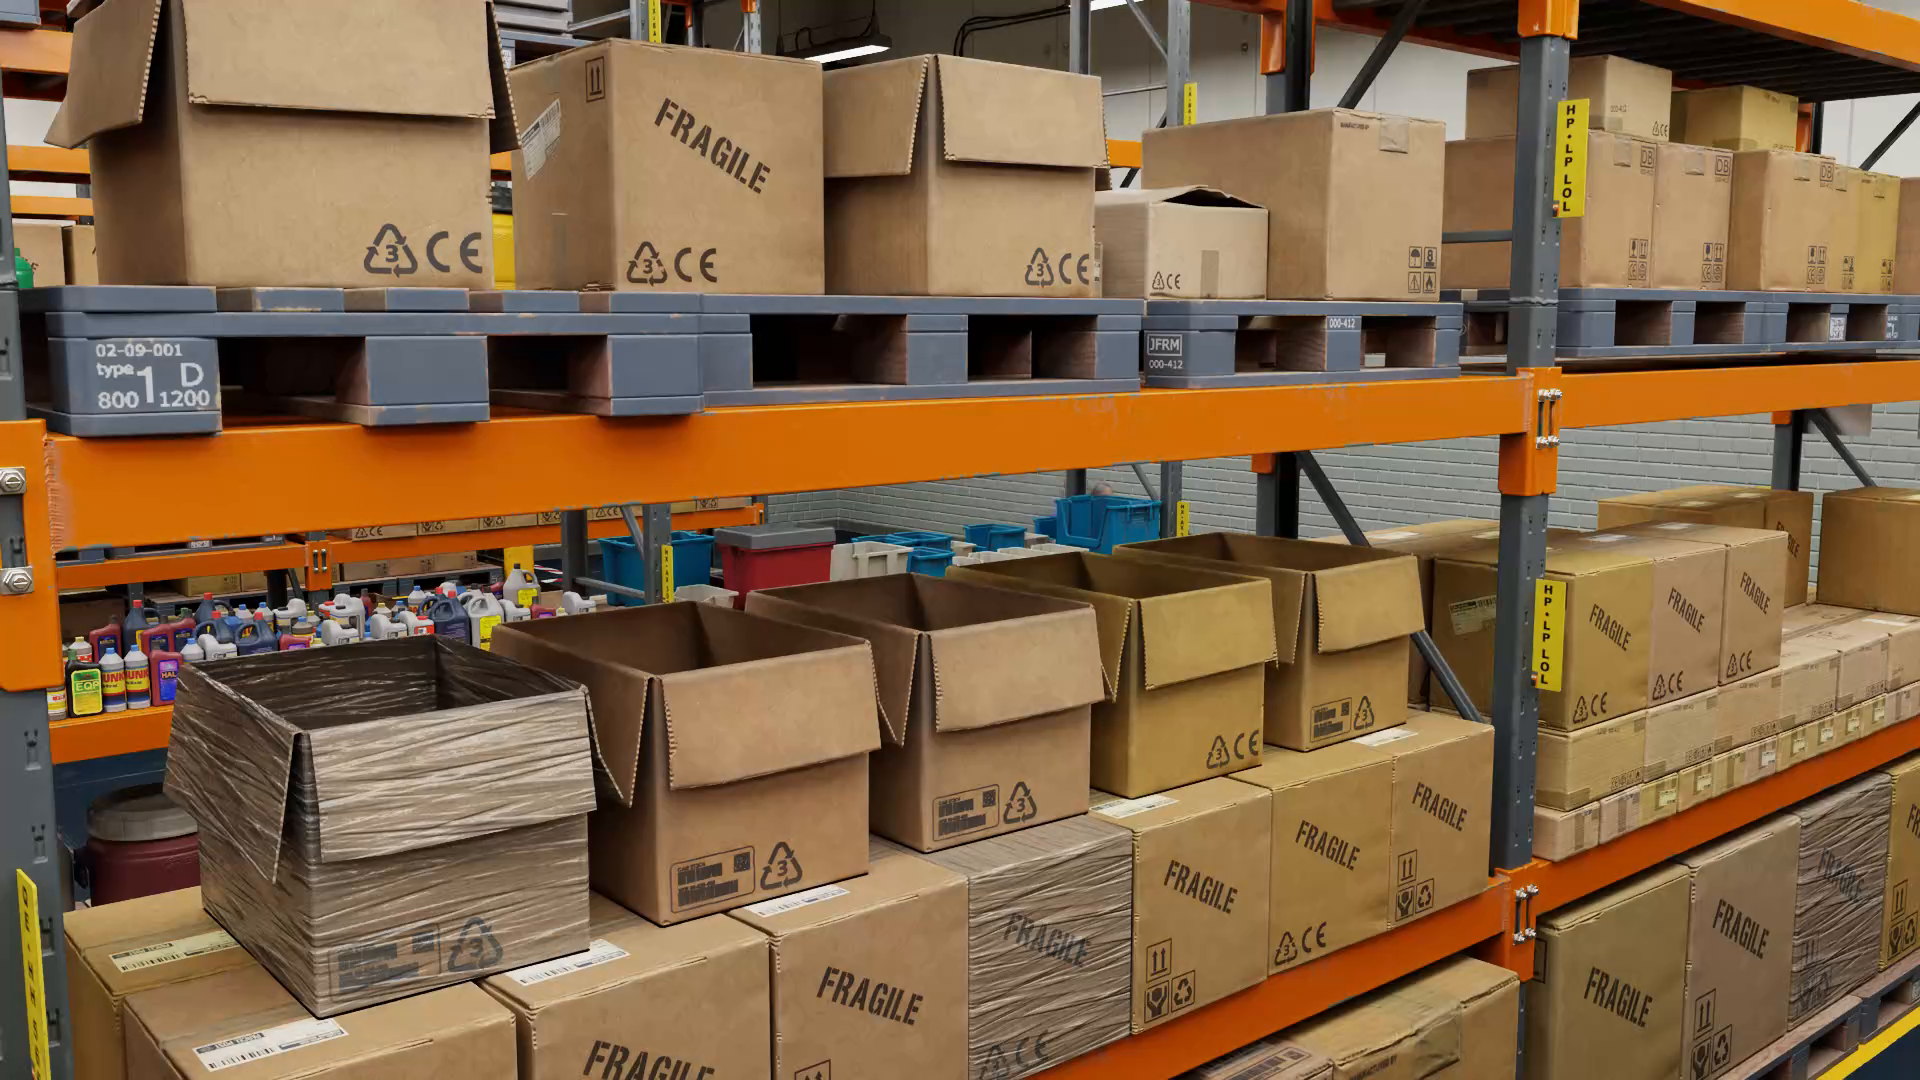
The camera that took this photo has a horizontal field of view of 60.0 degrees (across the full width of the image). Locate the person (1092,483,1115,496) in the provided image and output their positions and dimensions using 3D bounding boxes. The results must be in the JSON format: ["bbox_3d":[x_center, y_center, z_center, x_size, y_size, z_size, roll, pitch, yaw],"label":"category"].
[{"bbox_3d":[1.211,0.330,13.780,0.463,1.609,0.950,-5,9,-34],"label":"person"}]
